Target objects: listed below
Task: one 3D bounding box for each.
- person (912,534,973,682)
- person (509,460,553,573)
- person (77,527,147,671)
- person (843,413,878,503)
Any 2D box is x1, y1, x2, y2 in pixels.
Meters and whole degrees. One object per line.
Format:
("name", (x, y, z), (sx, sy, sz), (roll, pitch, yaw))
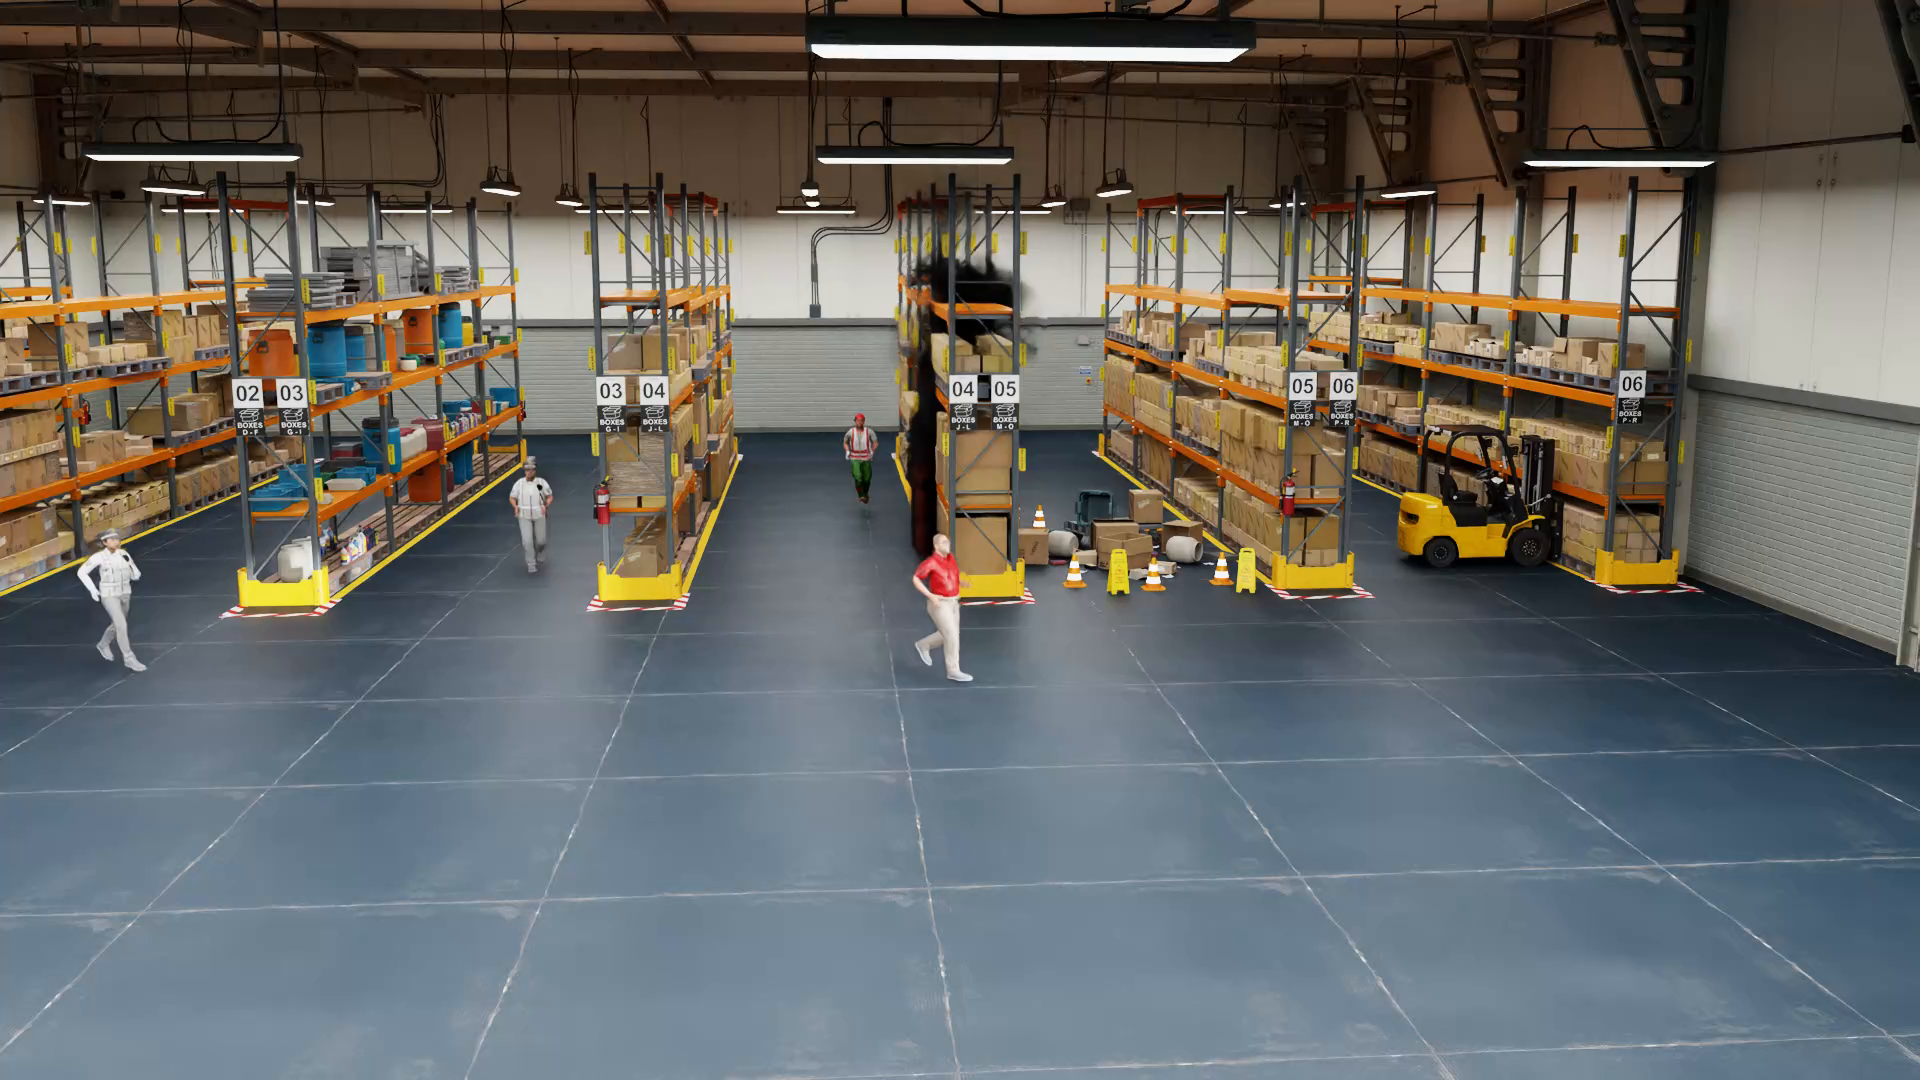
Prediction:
("person", (-0.208, 0.768, 19.446), (0.873, 1.694, 0.676), (7, 12, 34))
("person", (-6.665, -0.384, 25.873), (0.664, 1.733, 0.602), (-3, 10, -14))
("person", (-10.075, 0.677, 19.833), (0.920, 1.687, 0.614), (5, 11, 25))
("person", (-1.861, -1.511, 31.100), (0.643, 1.727, 0.614), (0, 10, -2))
